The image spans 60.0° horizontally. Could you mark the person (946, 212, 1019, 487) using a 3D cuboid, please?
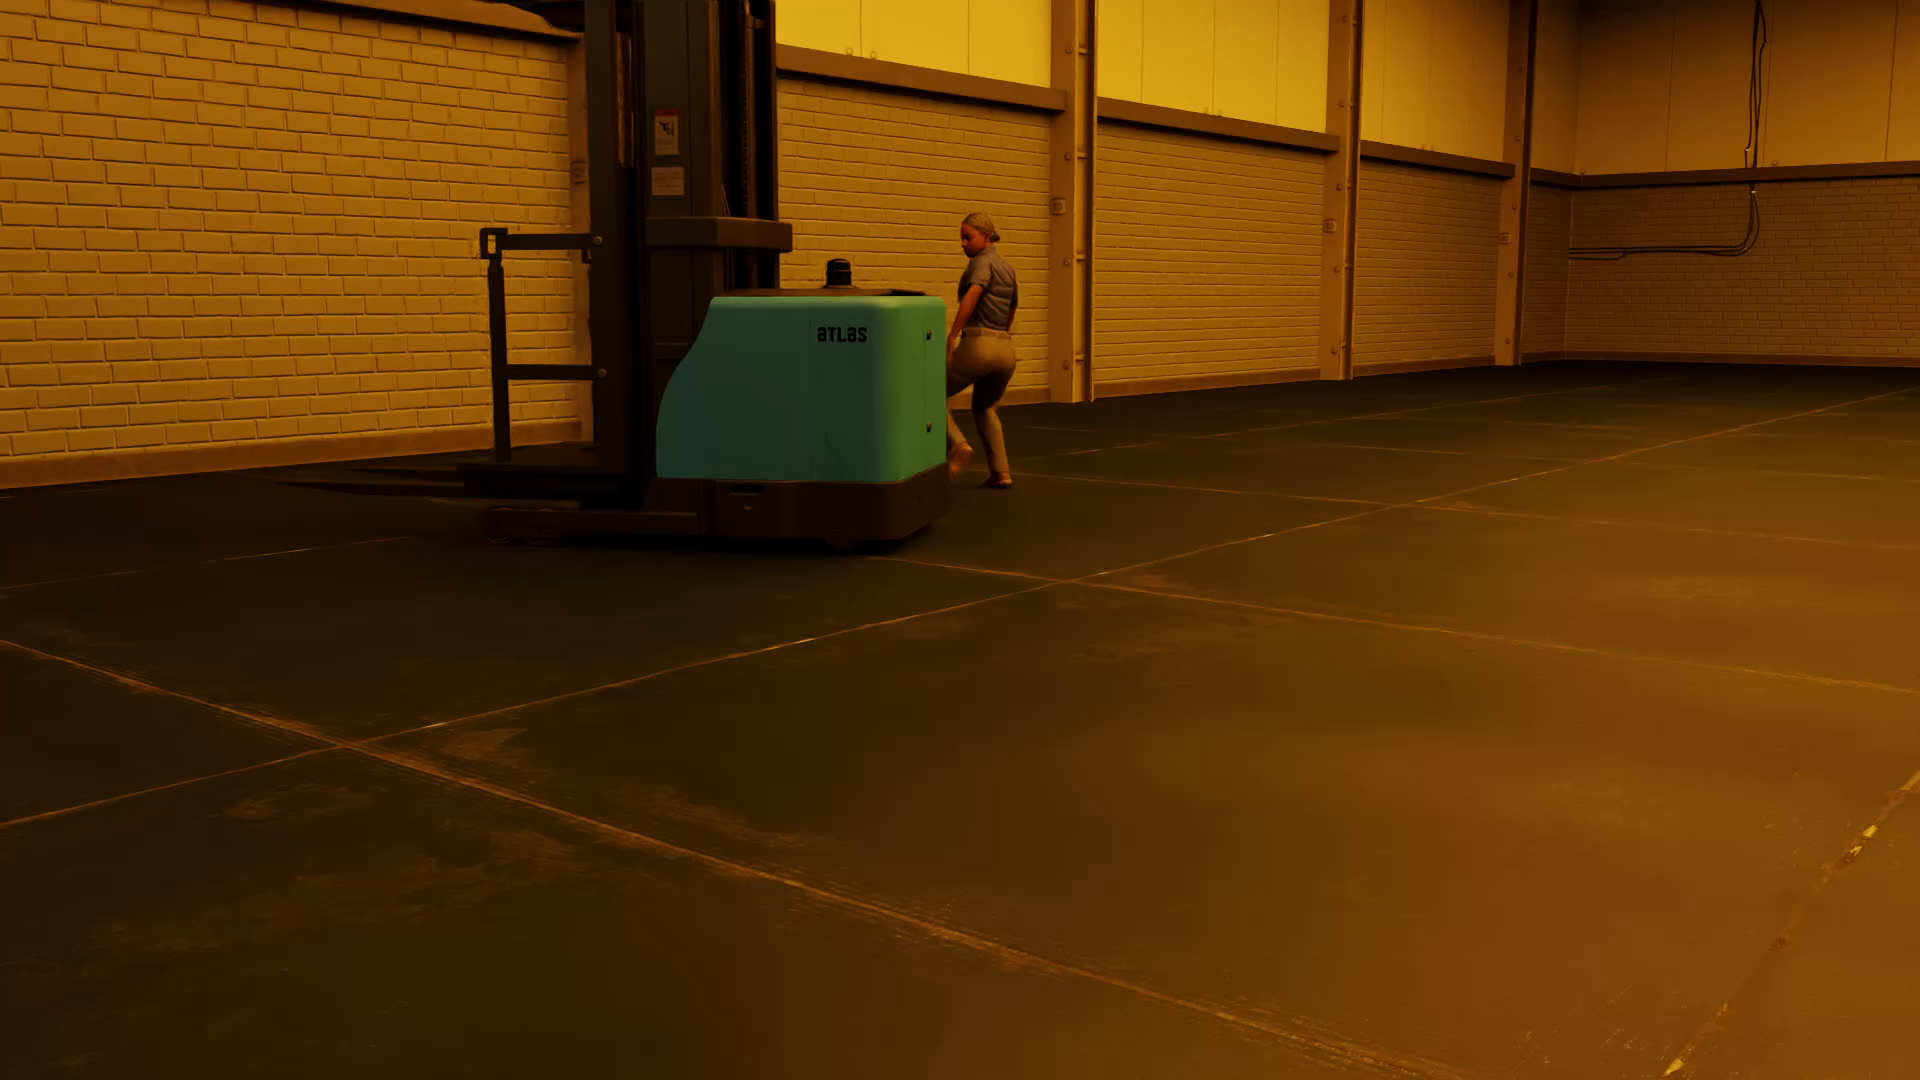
[{"bbox_3d":[0.070,-1.034,9.245,0.509,1.553,0.799,8,11,43],"label":"person"}]

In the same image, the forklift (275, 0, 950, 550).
[{"bbox_3d":[-1.621,-1.495,7.501,3.031,2.935,1.130,2,9,13],"label":"forklift"}]
